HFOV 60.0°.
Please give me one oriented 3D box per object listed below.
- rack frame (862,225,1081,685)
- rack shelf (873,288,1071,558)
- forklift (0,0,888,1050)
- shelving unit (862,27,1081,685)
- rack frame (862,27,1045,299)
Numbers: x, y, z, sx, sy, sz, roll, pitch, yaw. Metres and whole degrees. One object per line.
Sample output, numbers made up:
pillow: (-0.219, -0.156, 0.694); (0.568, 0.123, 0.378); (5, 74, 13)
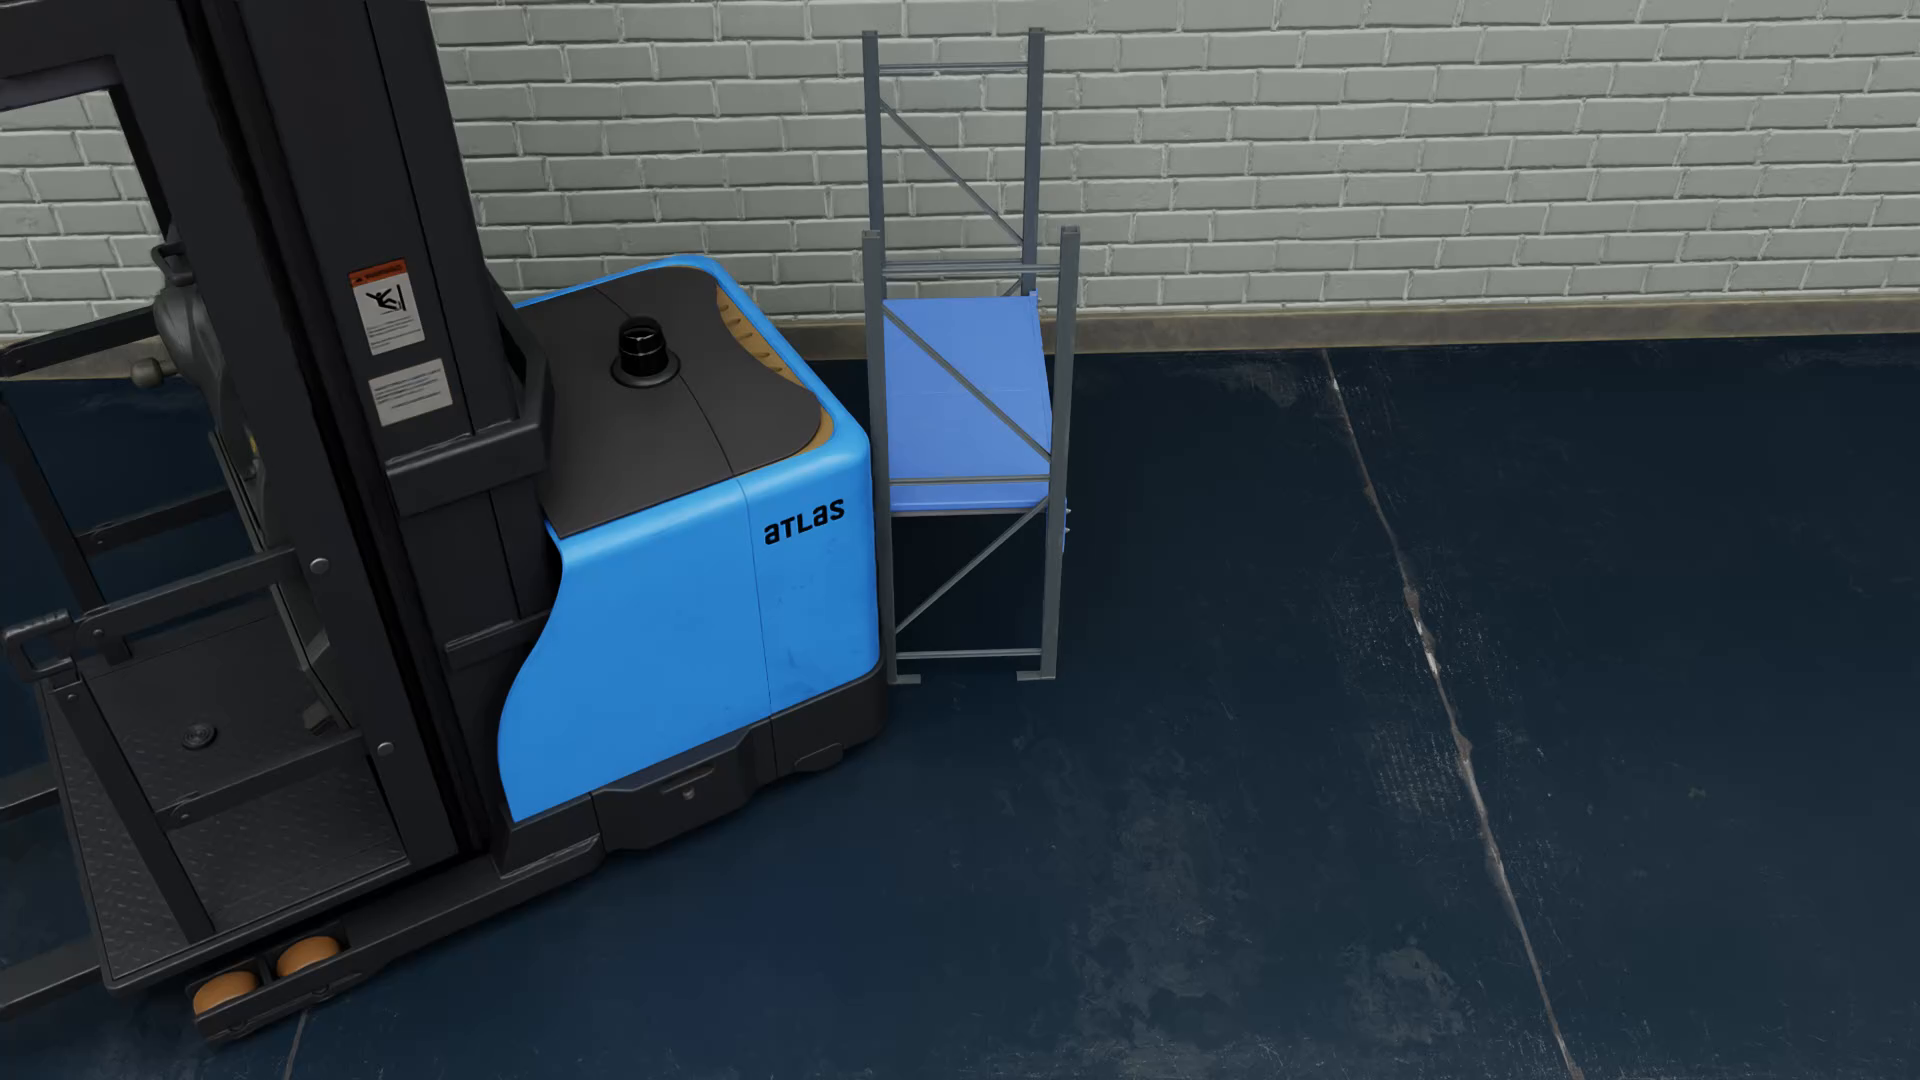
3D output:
rack frame: (0.025, -0.152, 4.306); (0.500, 1.500, 0.032); (-2, 43, -2)
rack shelf: (0.004, -0.363, 4.802); (0.538, 0.185, 1.000); (-2, 43, -2)
forklift: (-1.732, -0.305, 3.414); (3.031, 2.935, 1.130); (-22, 47, -22)
shelving unit: (0.004, -0.495, 4.680); (0.538, 1.500, 1.048); (-2, 43, -2)
rack frame: (-0.018, -0.838, 5.055); (0.500, 1.500, 0.032); (-2, 43, -2)
